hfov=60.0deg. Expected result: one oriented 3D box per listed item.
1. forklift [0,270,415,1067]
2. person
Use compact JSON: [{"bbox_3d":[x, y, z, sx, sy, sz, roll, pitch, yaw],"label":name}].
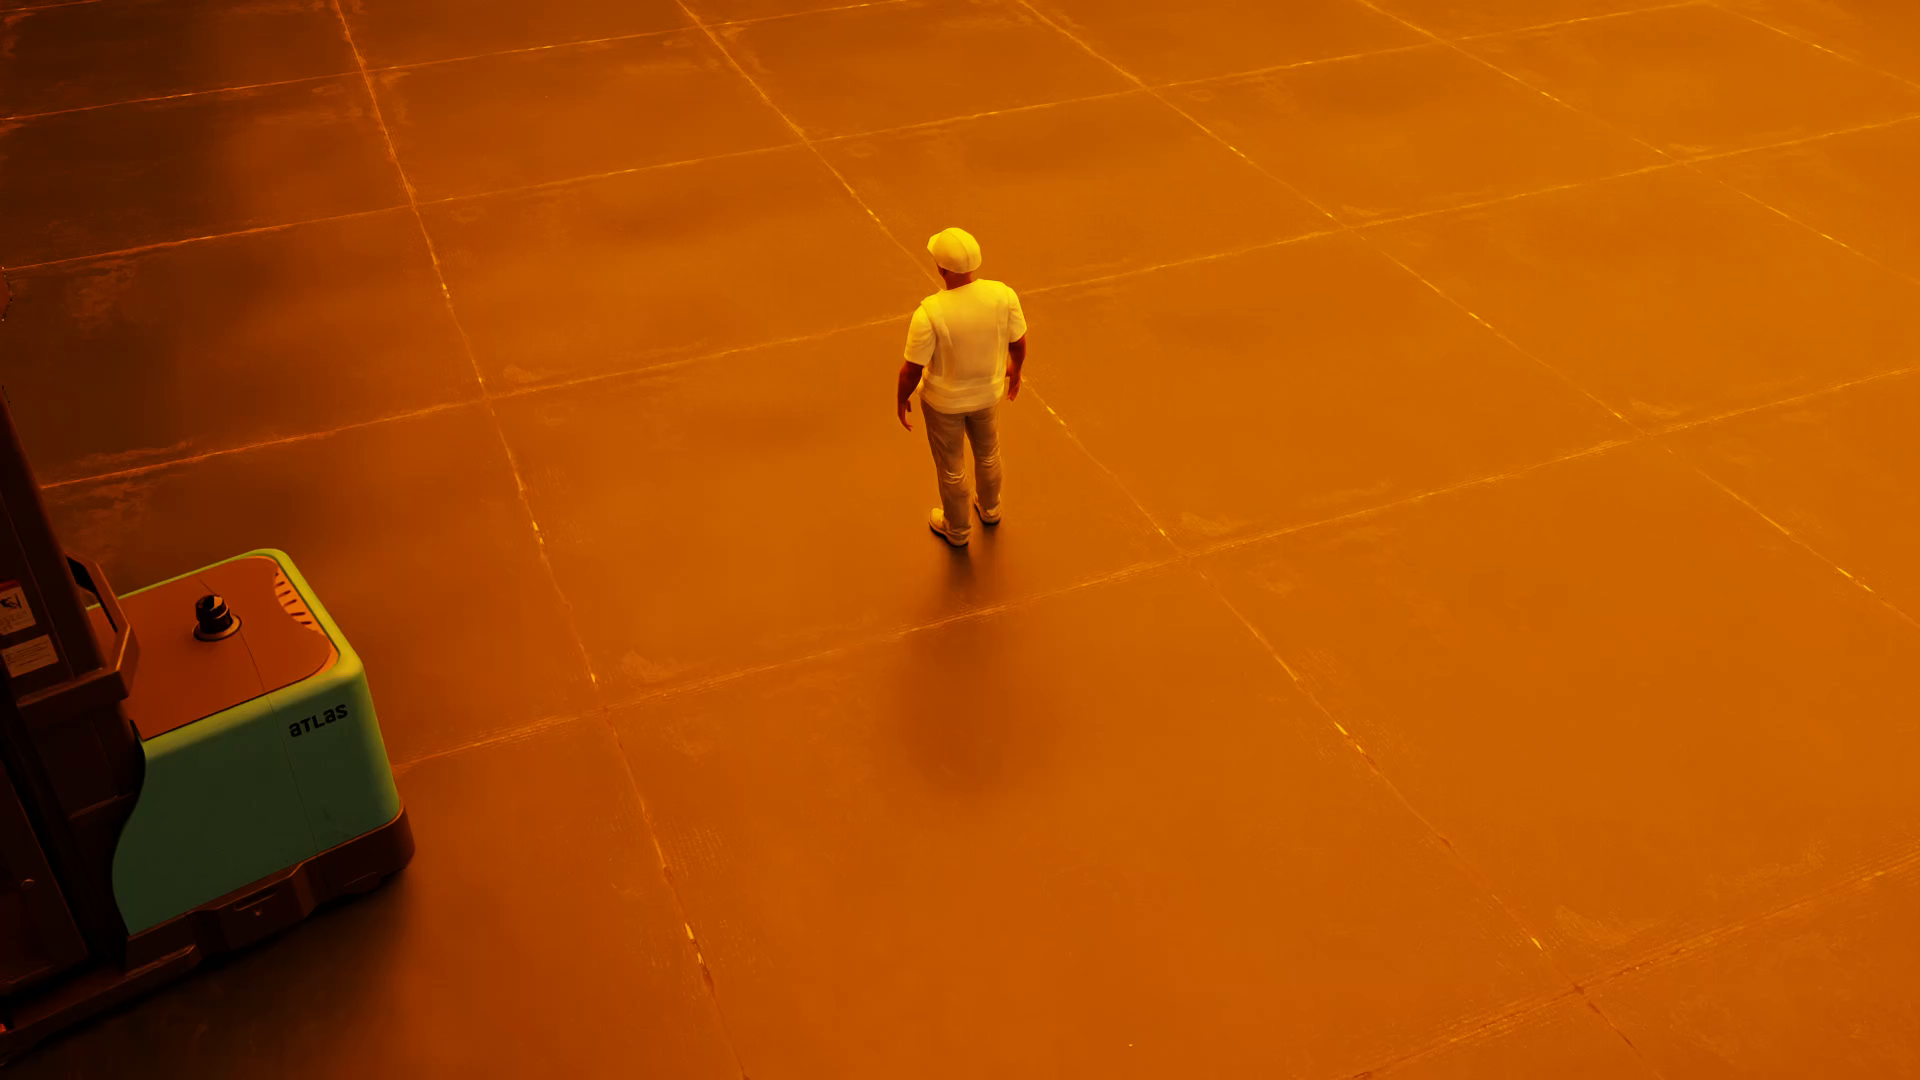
[{"bbox_3d":[-3.693,0.420,5.507,3.031,2.935,1.130,-23,41,-29],"label":"forklift"},{"bbox_3d":[-0.022,-0.764,8.166,0.665,1.768,0.575,-14,38,-19],"label":"person"}]
